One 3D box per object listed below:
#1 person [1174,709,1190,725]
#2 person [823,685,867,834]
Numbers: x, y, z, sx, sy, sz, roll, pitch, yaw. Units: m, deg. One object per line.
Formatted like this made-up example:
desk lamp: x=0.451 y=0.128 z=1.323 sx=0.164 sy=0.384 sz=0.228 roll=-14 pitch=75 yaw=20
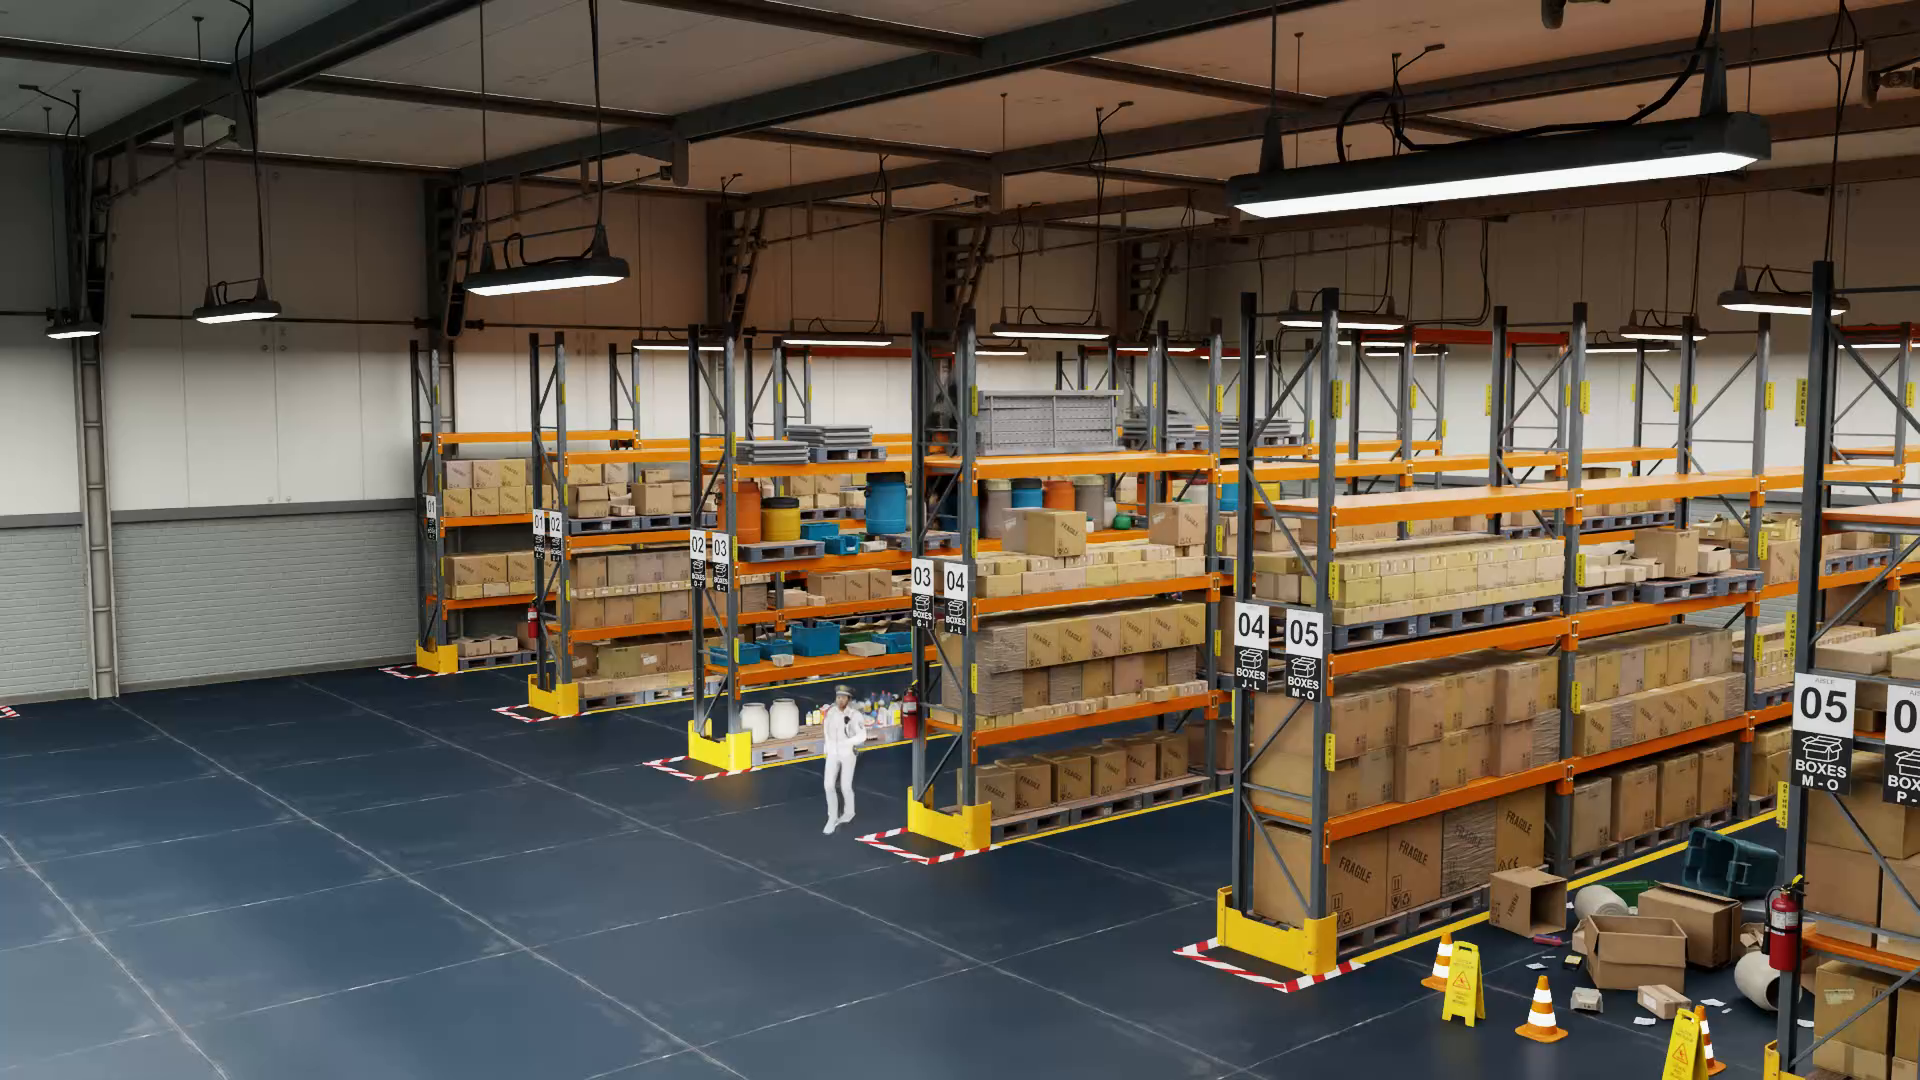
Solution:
person: x=3.321 y=2.003 z=25.219 sx=0.599 sy=1.651 sz=0.560 roll=4 pitch=6 yaw=35
person: x=-1.368 y=2.543 z=19.403 sx=0.604 sy=1.745 sz=0.650 roll=2 pitch=6 yaw=17
